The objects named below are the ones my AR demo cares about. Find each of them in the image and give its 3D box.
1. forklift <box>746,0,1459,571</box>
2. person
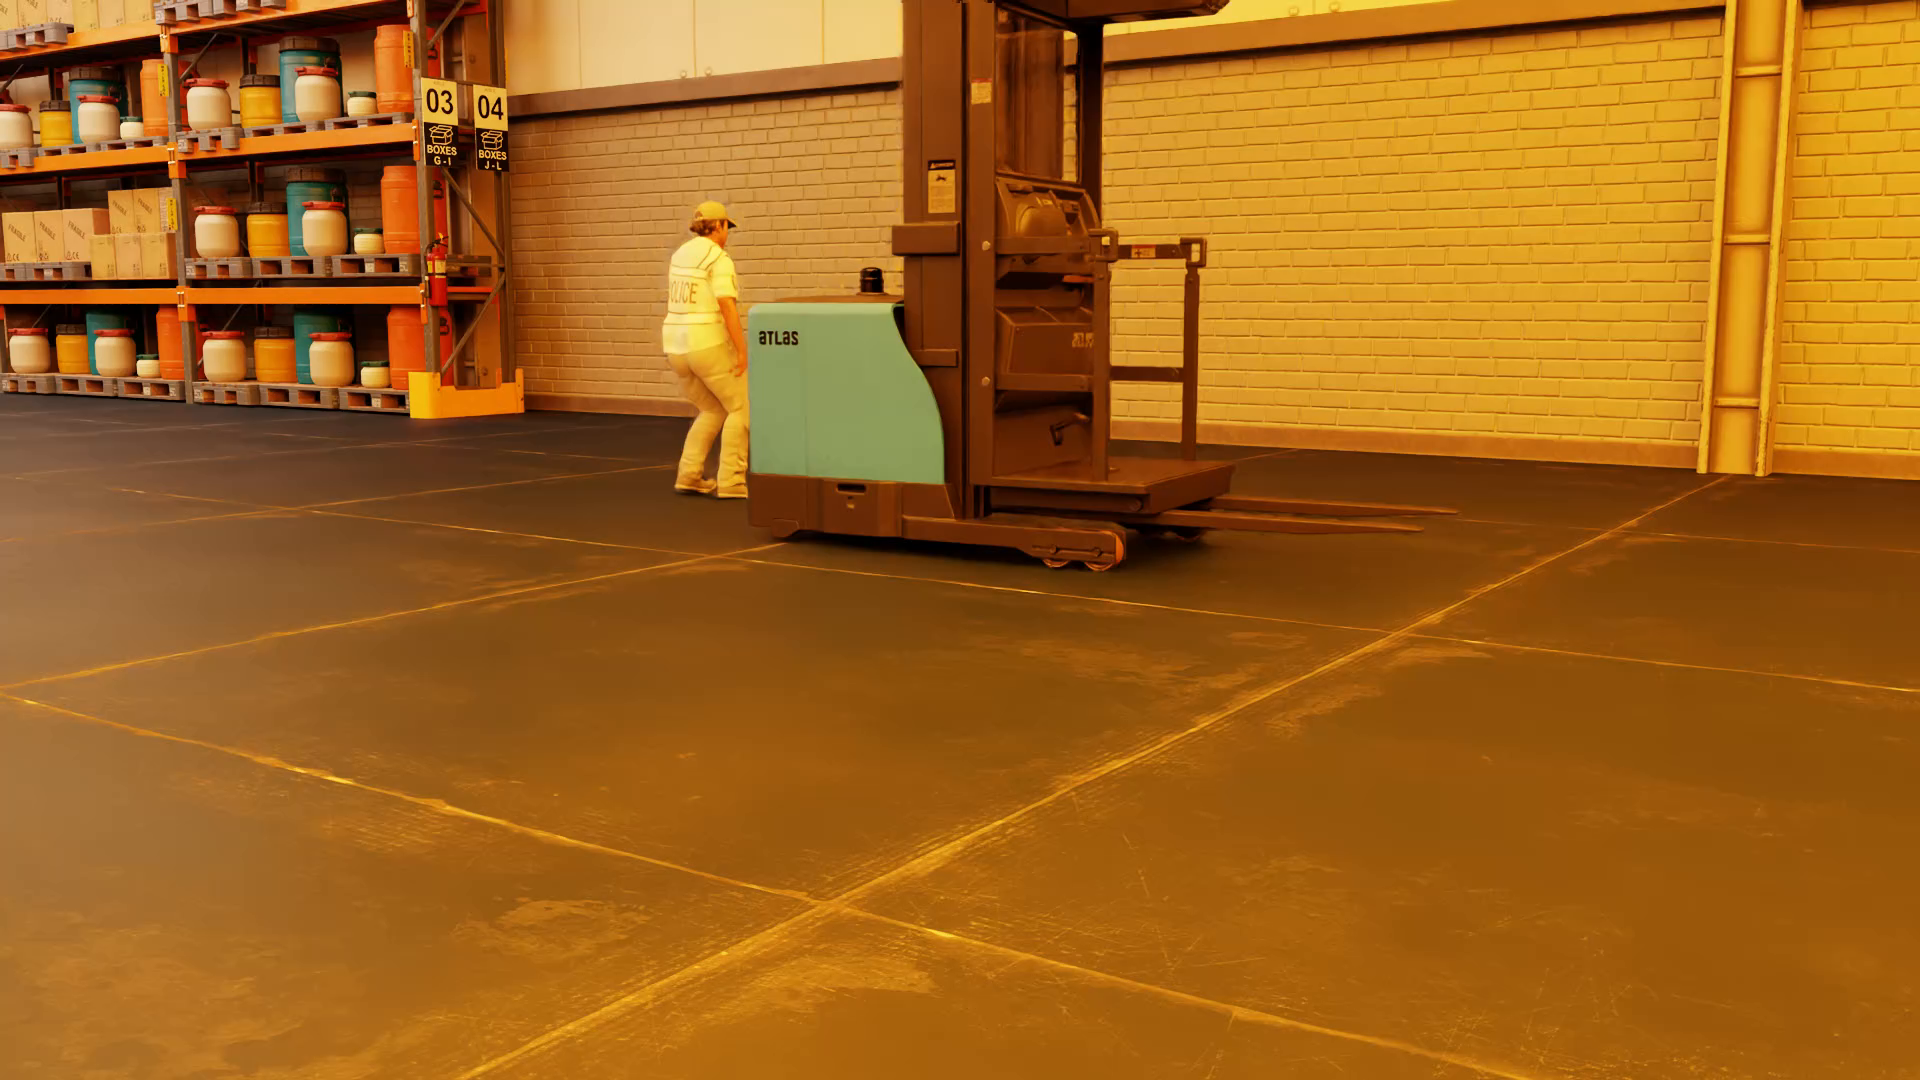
[{"bbox_3d":[0.570,-1.410,7.109,3.031,2.935,1.130,4,9,28],"label":"forklift"},{"bbox_3d":[-1.396,-1.065,9.291,0.427,1.638,0.603,-8,11,-43],"label":"person"}]
